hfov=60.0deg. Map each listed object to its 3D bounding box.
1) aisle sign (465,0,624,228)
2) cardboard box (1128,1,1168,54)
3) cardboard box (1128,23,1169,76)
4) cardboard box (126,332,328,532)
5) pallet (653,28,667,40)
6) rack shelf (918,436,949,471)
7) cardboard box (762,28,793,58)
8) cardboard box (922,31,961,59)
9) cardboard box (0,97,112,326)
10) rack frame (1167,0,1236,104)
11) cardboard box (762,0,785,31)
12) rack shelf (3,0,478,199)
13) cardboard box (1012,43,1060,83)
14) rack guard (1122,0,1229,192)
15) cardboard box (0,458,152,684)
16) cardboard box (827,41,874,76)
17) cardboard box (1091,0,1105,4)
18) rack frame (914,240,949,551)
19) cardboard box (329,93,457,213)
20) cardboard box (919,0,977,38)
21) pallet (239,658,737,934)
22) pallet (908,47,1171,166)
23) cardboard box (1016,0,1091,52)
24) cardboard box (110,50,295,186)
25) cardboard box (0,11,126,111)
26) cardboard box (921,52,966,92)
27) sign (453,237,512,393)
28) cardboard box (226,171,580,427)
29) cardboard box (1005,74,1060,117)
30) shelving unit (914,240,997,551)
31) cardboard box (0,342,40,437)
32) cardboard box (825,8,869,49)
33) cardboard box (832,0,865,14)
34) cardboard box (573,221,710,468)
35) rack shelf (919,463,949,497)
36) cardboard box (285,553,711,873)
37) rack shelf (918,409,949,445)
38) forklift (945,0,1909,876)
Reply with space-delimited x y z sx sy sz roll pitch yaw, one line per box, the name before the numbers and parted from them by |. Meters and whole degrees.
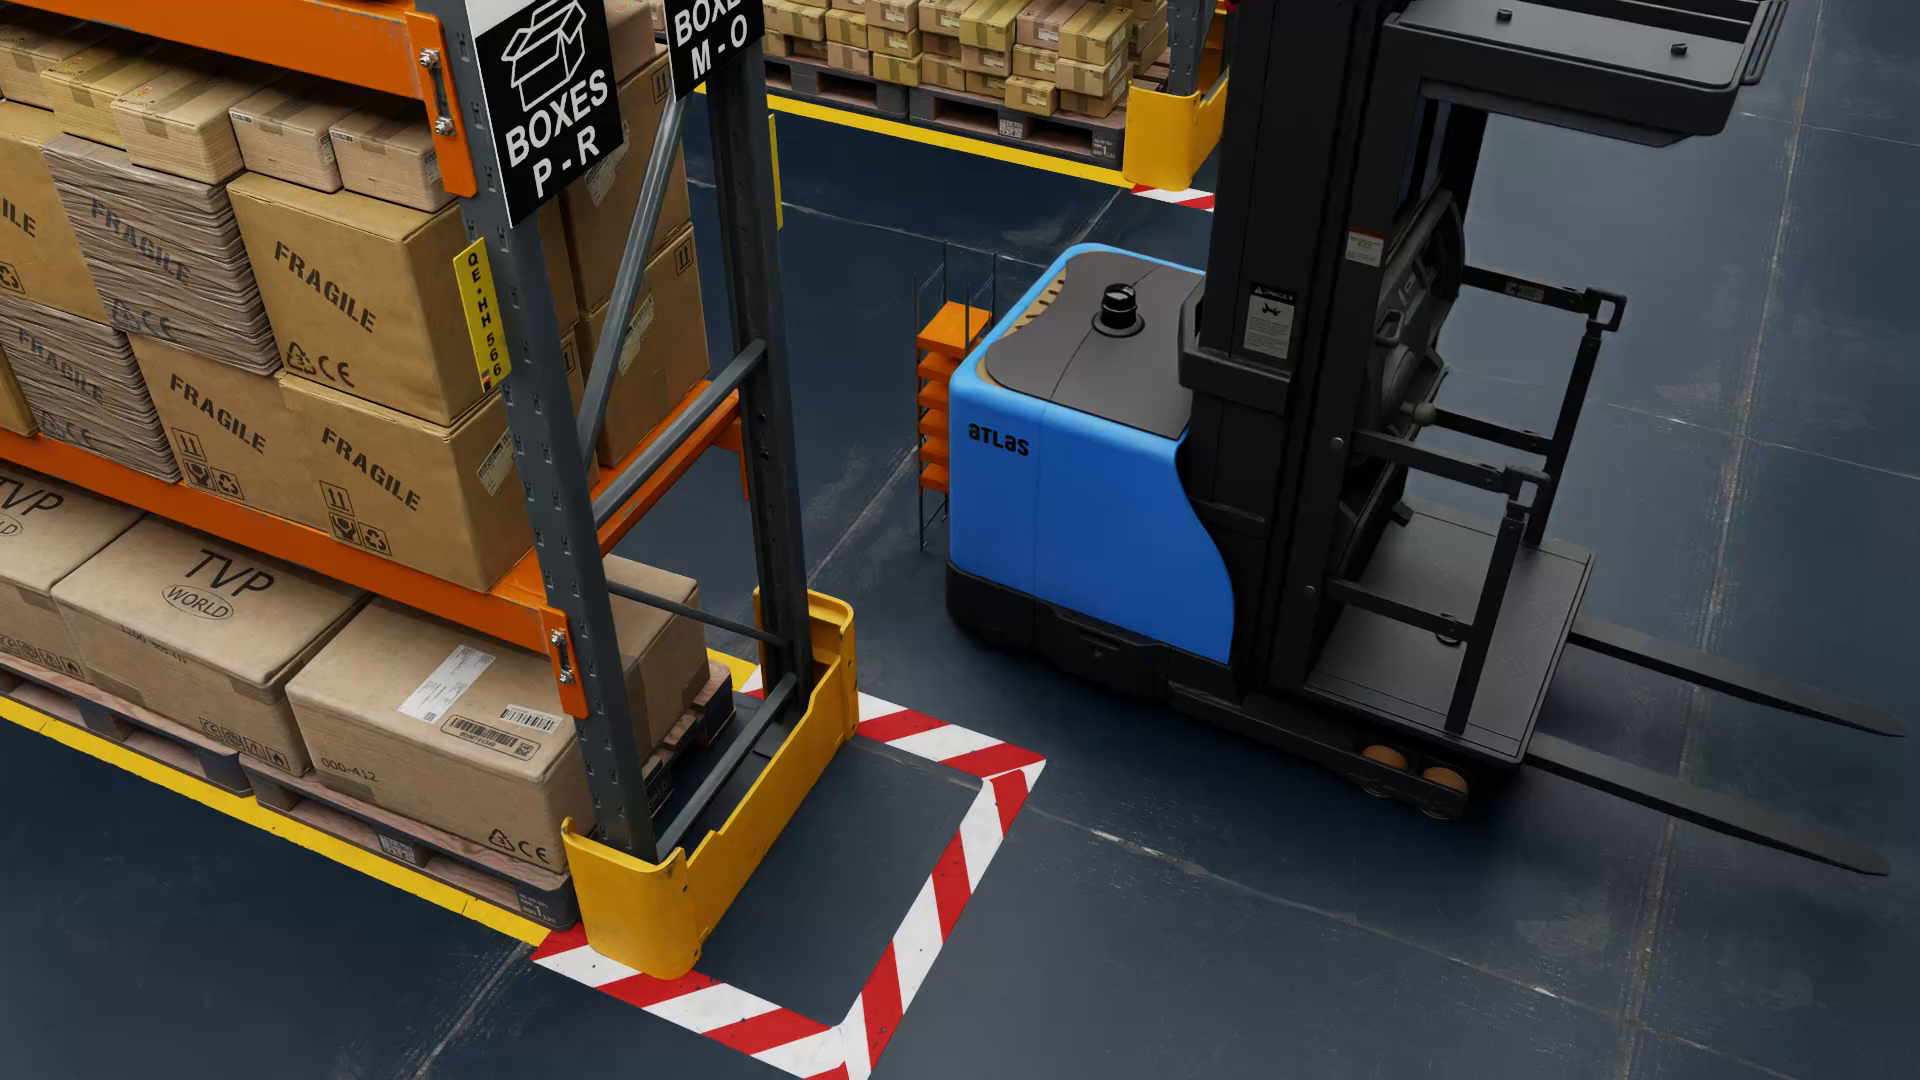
aisle sign | -0.803 -1.031 3.164 0.004 0.787 0.394 17 44 19
cardboard box | 0.898 -2.709 8.715 0.250 0.149 0.380 19 44 20
cardboard box | 0.924 -2.635 8.856 0.250 0.149 0.380 18 44 19
cardboard box | -1.735 -0.414 4.361 0.500 0.500 0.500 16 43 18
pallet | -1.738 -3.107 9.674 1.213 0.211 1.003 17 44 19
rack shelf | -0.013 -0.333 5.969 0.180 0.103 0.258 17 44 19
cardboard box | -0.974 -2.781 9.024 0.250 0.149 0.380 16 43 17
cardboard box | -0.007 -2.667 8.666 0.250 0.149 0.380 16 44 18
cardboard box | -2.208 -0.926 4.189 0.500 0.500 0.500 17 44 18
rack frame | 1.264 -3.218 7.673 0.127 3.000 1.000 17 44 19
cardboard box | -0.980 -2.892 8.926 0.250 0.149 0.380 17 44 18
rack shelf | -2.550 -1.668 4.143 4.000 0.370 1.077 17 44 19
cardboard box | 0.451 -2.493 8.465 0.250 0.149 0.380 16 43 18
rack guard | 1.195 -2.295 8.516 0.348 0.500 1.175 17 44 19
cardboard box | -3.027 -0.065 5.671 0.875 0.438 0.875 16 43 17
cardboard box | -0.506 -2.639 8.860 0.250 0.149 0.380 18 44 19
cardboard box | 0.632 -2.876 8.680 0.250 0.149 0.380 18 44 19
rack frame | -0.096 -0.483 5.891 0.006 1.200 0.240 17 44 19
cardboard box | -1.147 -0.893 3.656 0.250 0.149 0.380 18 44 19
cardboard box | -0.023 -2.730 8.511 0.250 0.149 0.380 15 43 17
pallet | -1.495 0.627 5.366 1.213 0.211 1.003 17 44 19
pallet | 0.474 -2.432 8.894 1.213 0.211 1.003 17 44 19
cardboard box | 0.473 -2.624 8.389 0.250 0.149 0.380 18 44 19
cardboard box | -1.657 -0.971 3.745 0.250 0.149 0.380 17 44 18
cardboard box | -2.075 -1.180 3.986 0.250 0.149 0.380 17 44 18
cardboard box | -0.010 -2.518 8.720 0.250 0.149 0.380 17 44 19
sign | -0.980 -0.461 3.427 0.005 0.325 0.100 17 44 19
cardboard box | -1.275 -0.660 3.881 0.500 0.500 0.500 18 44 20
cardboard box | 0.423 -2.333 8.507 0.250 0.149 0.380 18 44 20
shelving unit | -0.013 -0.457 5.862 0.189 1.200 0.258 17 44 19
cardboard box | -2.679 -0.686 4.675 0.500 0.500 0.500 18 44 20
cardboard box | -0.506 -2.749 8.761 0.250 0.149 0.380 19 44 21
cardboard box | -0.482 -2.910 8.719 0.250 0.149 0.380 16 43 17
cardboard box | -1.051 -0.593 4.568 0.500 0.500 0.500 17 44 18
rack shelf | -0.013 -0.242 6.048 0.180 0.103 0.258 17 44 19
cardboard box | -1.378 0.434 5.095 0.875 0.438 0.875 16 43 17
rack shelf | -0.013 -0.424 5.891 0.180 0.103 0.258 17 44 19
forklift | 1.496 -0.629 4.738 3.031 2.935 1.130 19 44 21
